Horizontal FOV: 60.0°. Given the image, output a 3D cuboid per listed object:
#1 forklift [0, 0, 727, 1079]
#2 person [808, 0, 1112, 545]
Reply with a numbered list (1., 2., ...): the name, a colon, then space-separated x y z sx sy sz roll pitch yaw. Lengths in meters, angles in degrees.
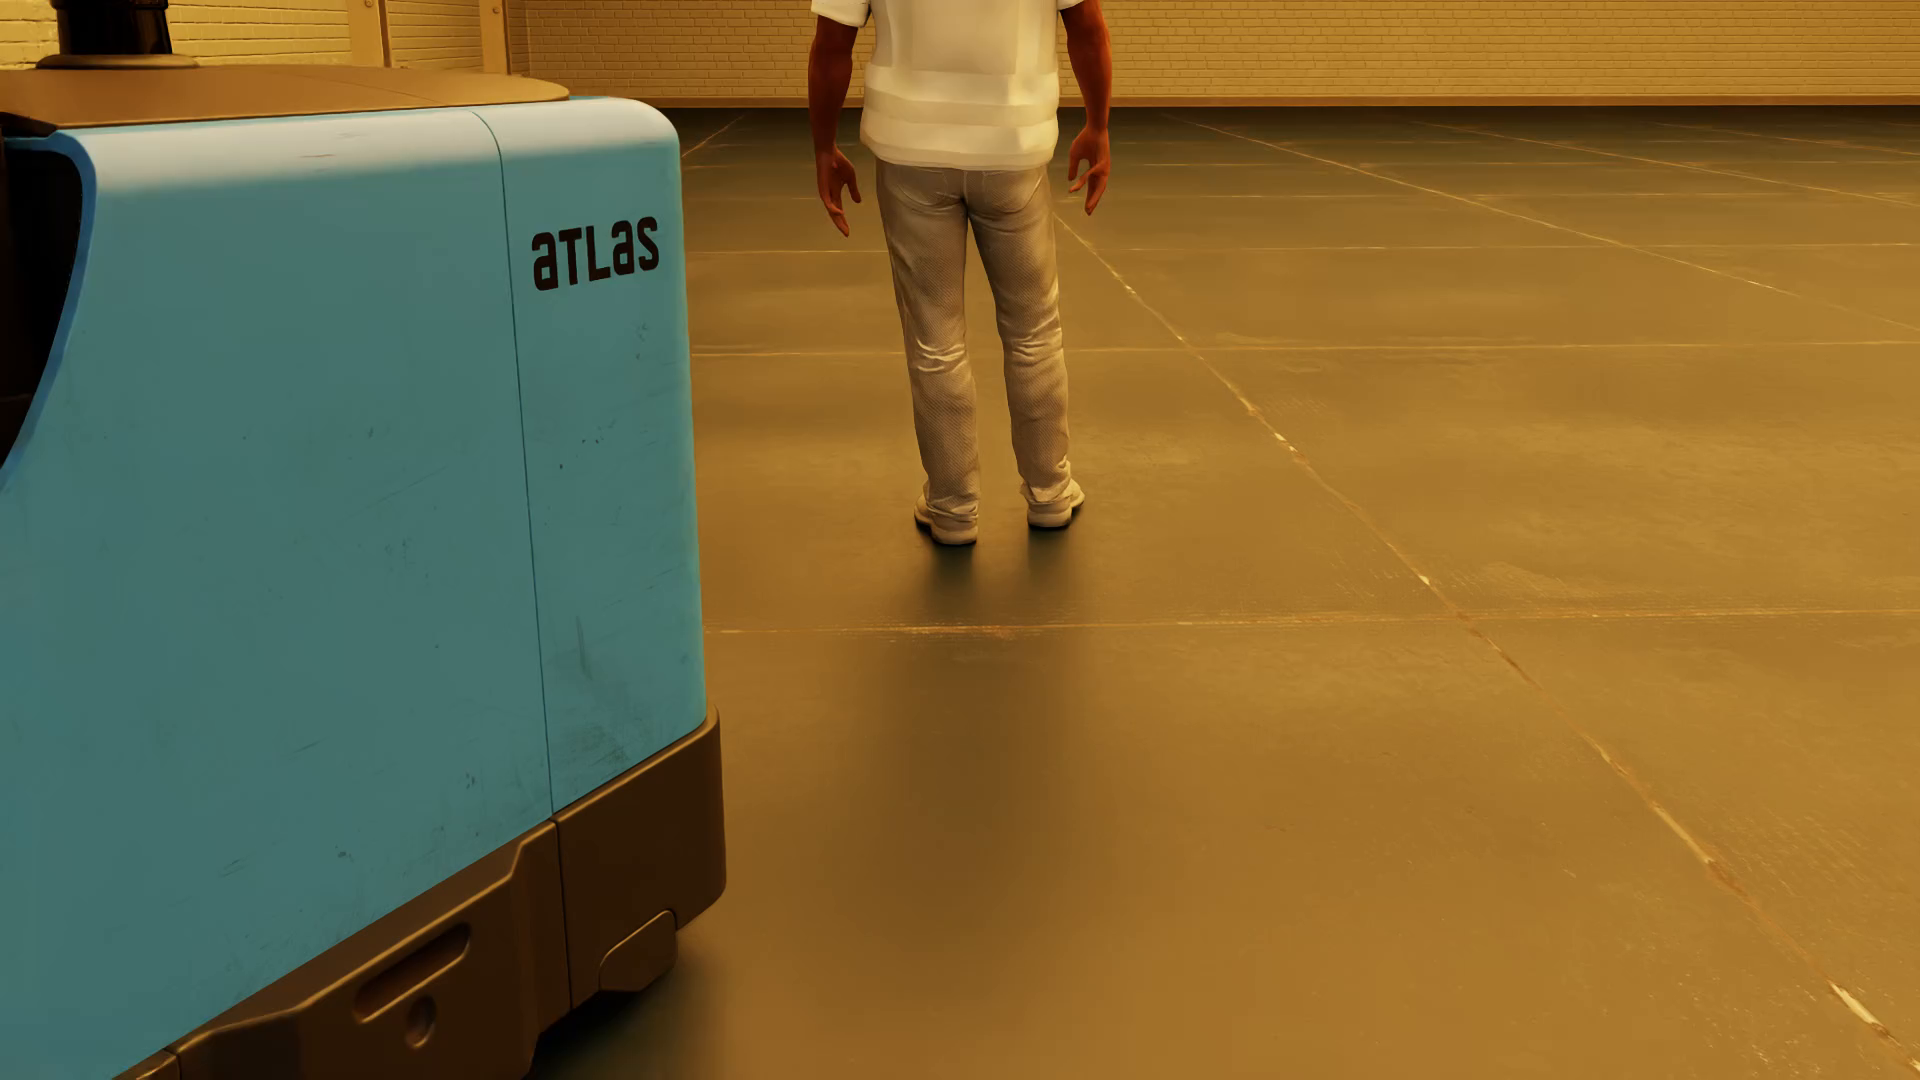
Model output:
1. forklift: -1.435 -0.568 0.766 1.130 2.935 3.031 9 19 26
2. person: 0.001 -0.872 3.725 0.666 1.768 0.575 -1 17 -3
